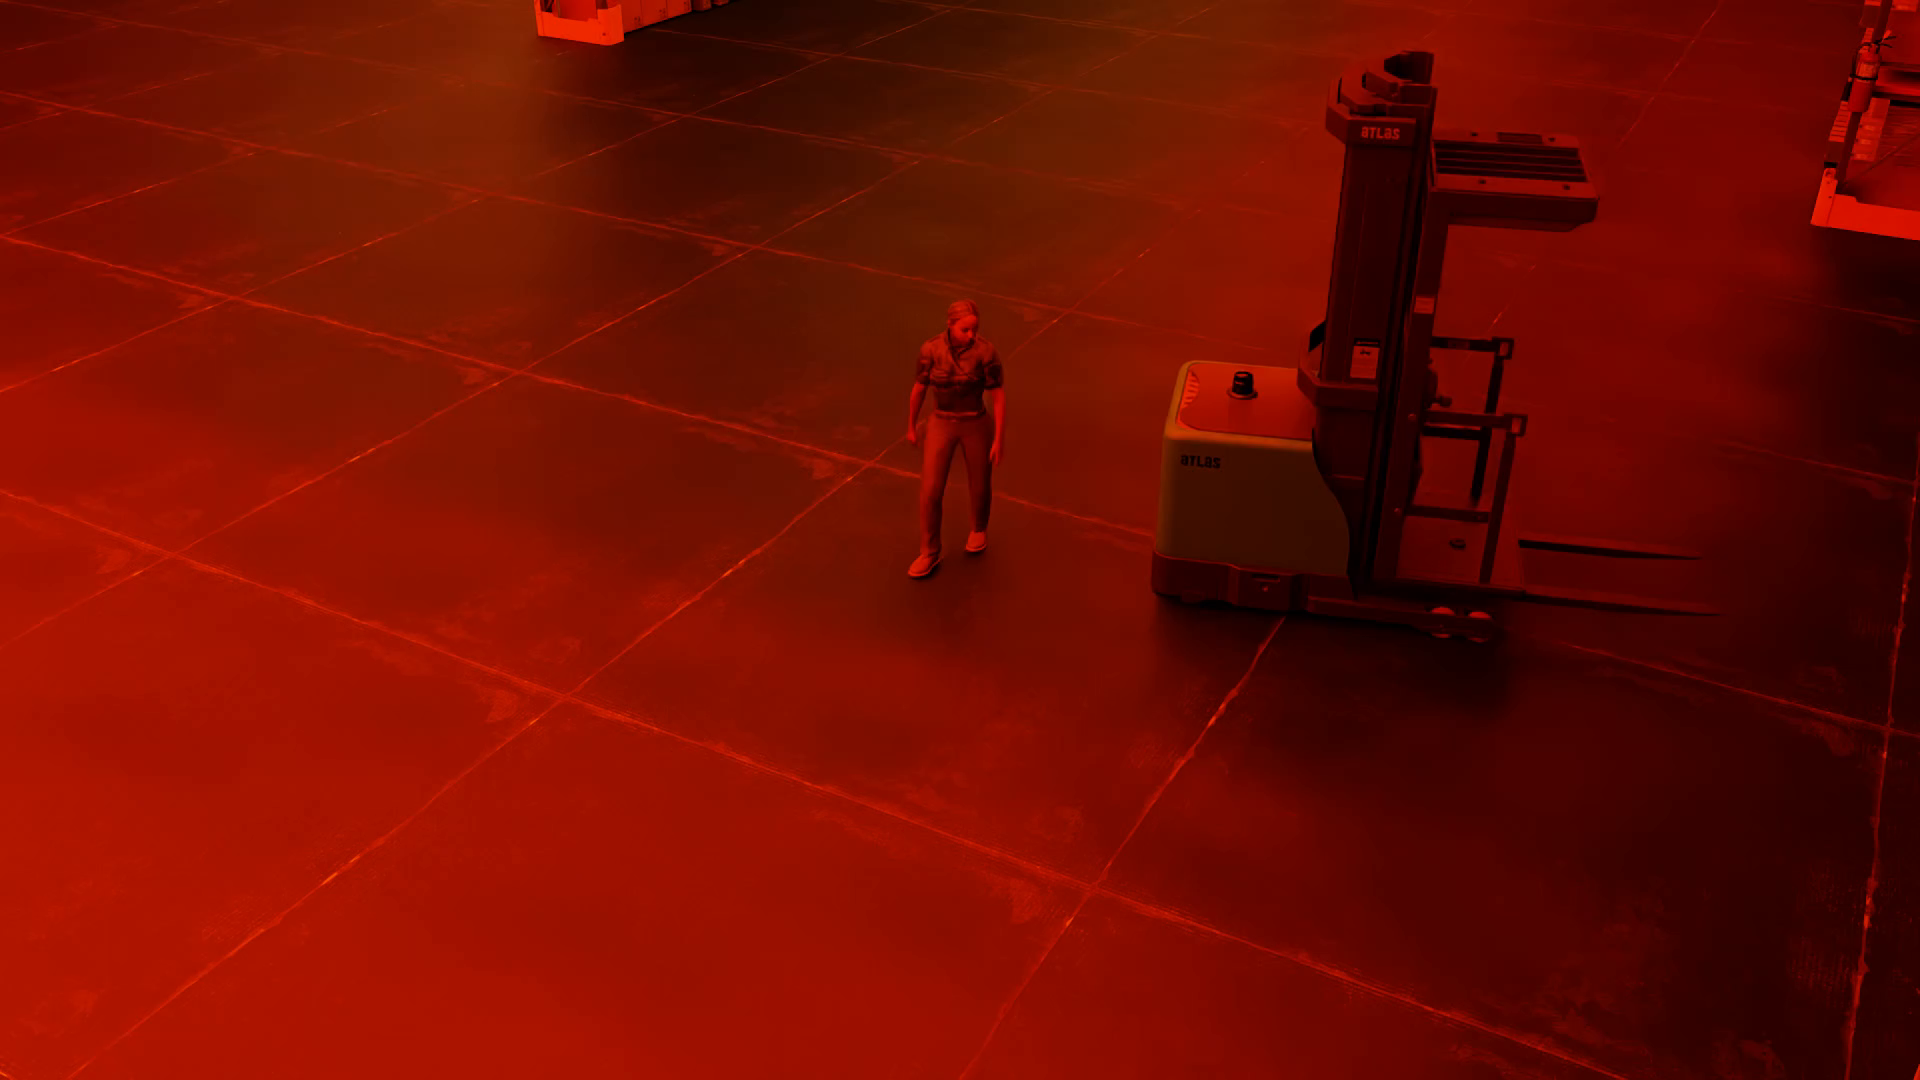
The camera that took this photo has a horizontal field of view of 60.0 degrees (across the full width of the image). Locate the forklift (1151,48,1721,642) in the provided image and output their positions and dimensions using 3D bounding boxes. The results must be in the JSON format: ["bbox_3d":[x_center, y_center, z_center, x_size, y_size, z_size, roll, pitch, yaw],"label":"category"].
[{"bbox_3d":[2.652,-1.005,8.812,3.031,2.935,1.130,6,31,11],"label":"forklift"}]

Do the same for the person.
[{"bbox_3d":[-0.021,-0.603,9.434,0.569,1.622,0.650,1,30,2],"label":"person"}]
